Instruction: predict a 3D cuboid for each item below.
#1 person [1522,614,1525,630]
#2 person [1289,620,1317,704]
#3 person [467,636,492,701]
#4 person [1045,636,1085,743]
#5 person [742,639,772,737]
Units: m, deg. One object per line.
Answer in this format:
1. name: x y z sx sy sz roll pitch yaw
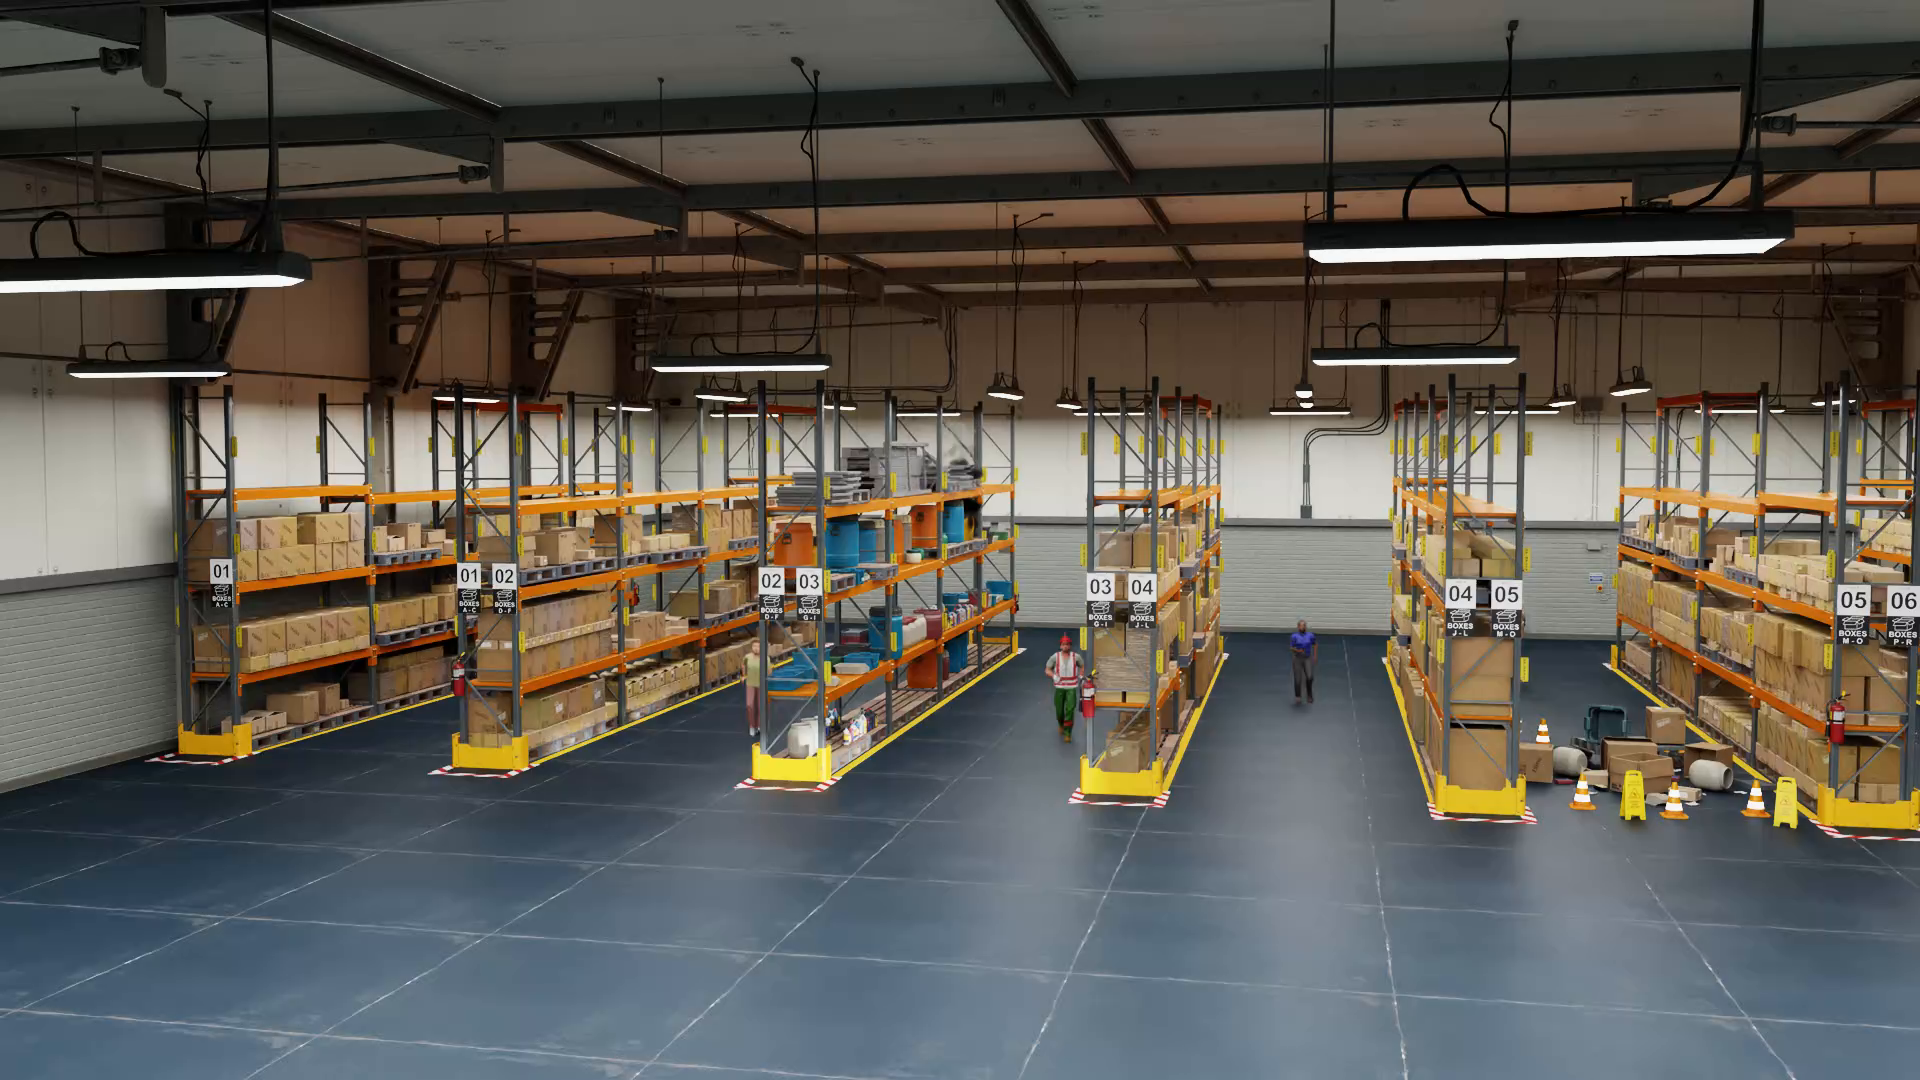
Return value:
1. person: 11.845 2.073 36.057 0.704 1.746 1.049 0 3 6
2. person: 6.684 2.376 32.311 0.566 1.641 0.665 0 3 4
3. person: -8.385 2.526 28.990 0.624 1.746 0.721 0 3 -4
4. person: 1.795 2.524 28.369 0.680 1.773 0.794 0 3 3
5. person: -3.528 2.556 28.821 0.540 1.690 0.778 0 3 -3
